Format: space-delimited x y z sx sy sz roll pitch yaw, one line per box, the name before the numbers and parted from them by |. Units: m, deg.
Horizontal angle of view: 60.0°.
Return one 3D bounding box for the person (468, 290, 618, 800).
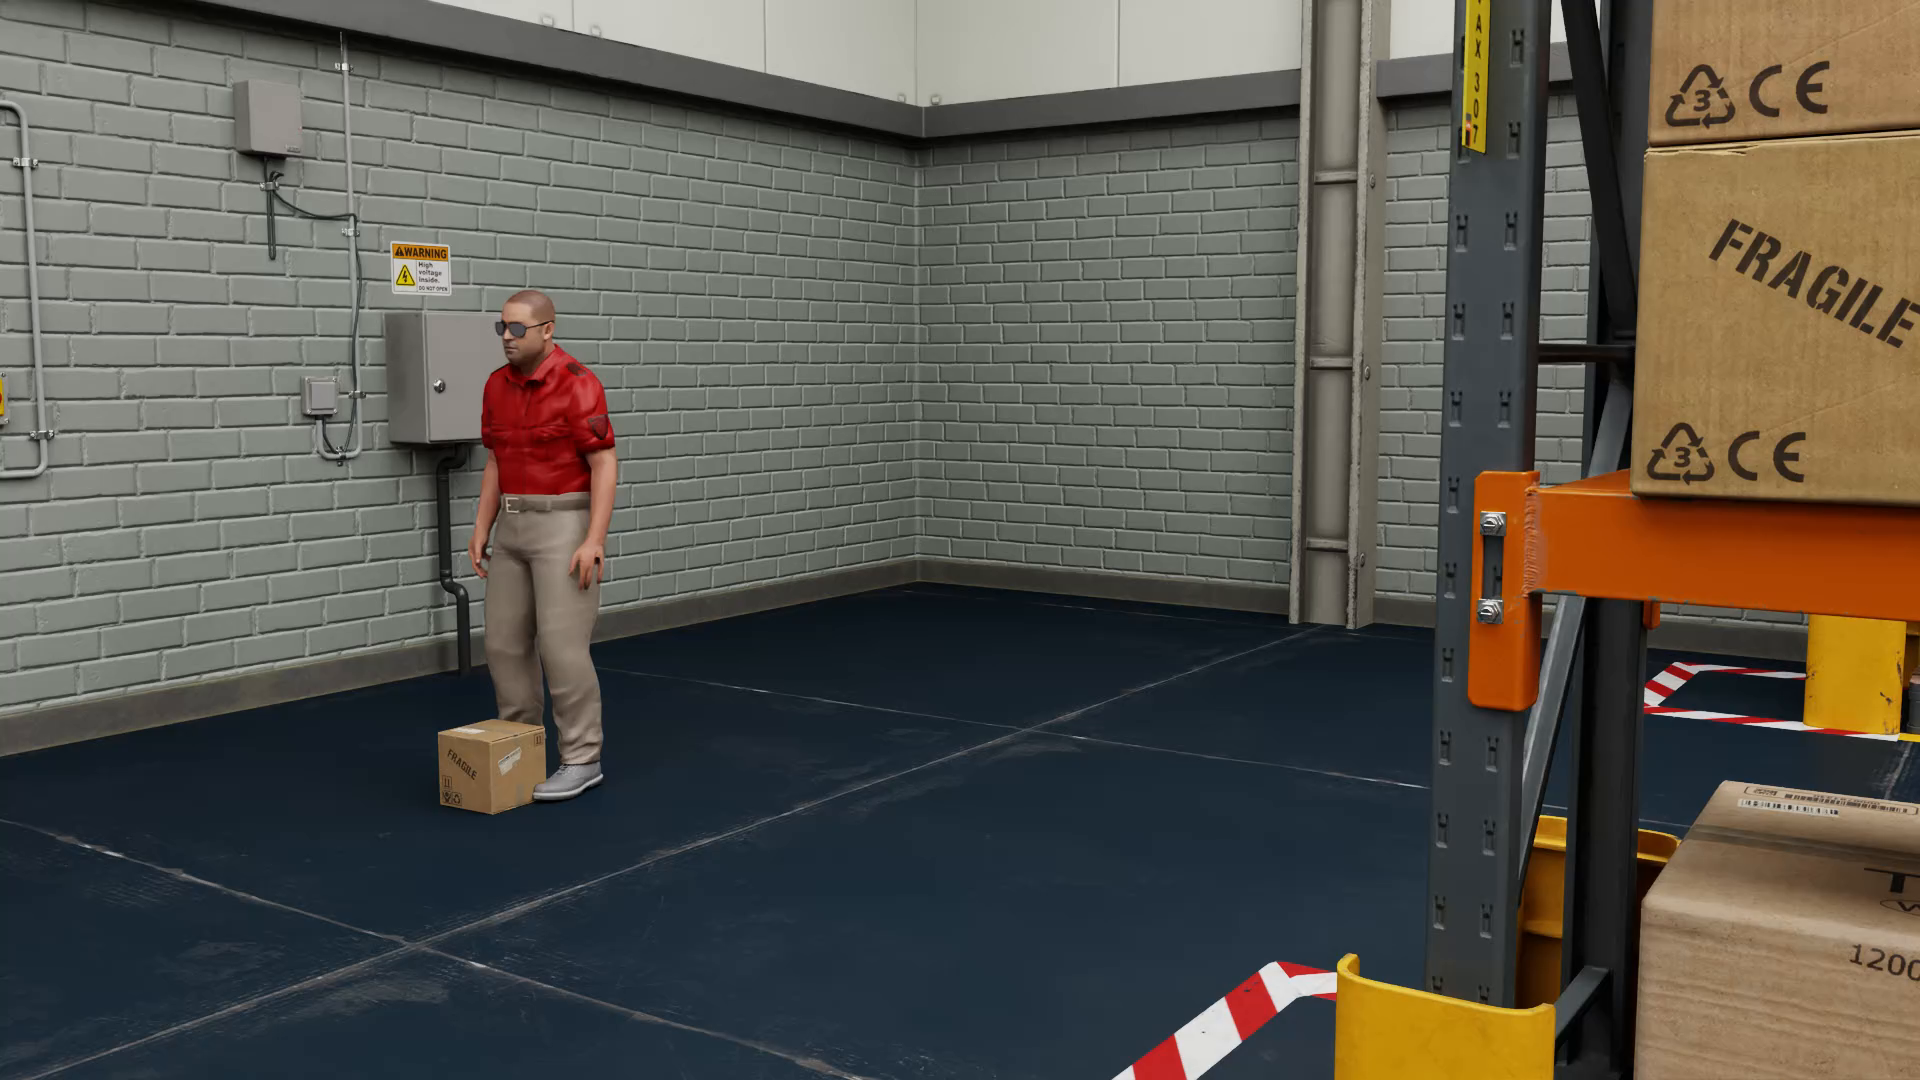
person | -1.451 0.052 5.774 0.603 1.638 0.393 4 7 31
